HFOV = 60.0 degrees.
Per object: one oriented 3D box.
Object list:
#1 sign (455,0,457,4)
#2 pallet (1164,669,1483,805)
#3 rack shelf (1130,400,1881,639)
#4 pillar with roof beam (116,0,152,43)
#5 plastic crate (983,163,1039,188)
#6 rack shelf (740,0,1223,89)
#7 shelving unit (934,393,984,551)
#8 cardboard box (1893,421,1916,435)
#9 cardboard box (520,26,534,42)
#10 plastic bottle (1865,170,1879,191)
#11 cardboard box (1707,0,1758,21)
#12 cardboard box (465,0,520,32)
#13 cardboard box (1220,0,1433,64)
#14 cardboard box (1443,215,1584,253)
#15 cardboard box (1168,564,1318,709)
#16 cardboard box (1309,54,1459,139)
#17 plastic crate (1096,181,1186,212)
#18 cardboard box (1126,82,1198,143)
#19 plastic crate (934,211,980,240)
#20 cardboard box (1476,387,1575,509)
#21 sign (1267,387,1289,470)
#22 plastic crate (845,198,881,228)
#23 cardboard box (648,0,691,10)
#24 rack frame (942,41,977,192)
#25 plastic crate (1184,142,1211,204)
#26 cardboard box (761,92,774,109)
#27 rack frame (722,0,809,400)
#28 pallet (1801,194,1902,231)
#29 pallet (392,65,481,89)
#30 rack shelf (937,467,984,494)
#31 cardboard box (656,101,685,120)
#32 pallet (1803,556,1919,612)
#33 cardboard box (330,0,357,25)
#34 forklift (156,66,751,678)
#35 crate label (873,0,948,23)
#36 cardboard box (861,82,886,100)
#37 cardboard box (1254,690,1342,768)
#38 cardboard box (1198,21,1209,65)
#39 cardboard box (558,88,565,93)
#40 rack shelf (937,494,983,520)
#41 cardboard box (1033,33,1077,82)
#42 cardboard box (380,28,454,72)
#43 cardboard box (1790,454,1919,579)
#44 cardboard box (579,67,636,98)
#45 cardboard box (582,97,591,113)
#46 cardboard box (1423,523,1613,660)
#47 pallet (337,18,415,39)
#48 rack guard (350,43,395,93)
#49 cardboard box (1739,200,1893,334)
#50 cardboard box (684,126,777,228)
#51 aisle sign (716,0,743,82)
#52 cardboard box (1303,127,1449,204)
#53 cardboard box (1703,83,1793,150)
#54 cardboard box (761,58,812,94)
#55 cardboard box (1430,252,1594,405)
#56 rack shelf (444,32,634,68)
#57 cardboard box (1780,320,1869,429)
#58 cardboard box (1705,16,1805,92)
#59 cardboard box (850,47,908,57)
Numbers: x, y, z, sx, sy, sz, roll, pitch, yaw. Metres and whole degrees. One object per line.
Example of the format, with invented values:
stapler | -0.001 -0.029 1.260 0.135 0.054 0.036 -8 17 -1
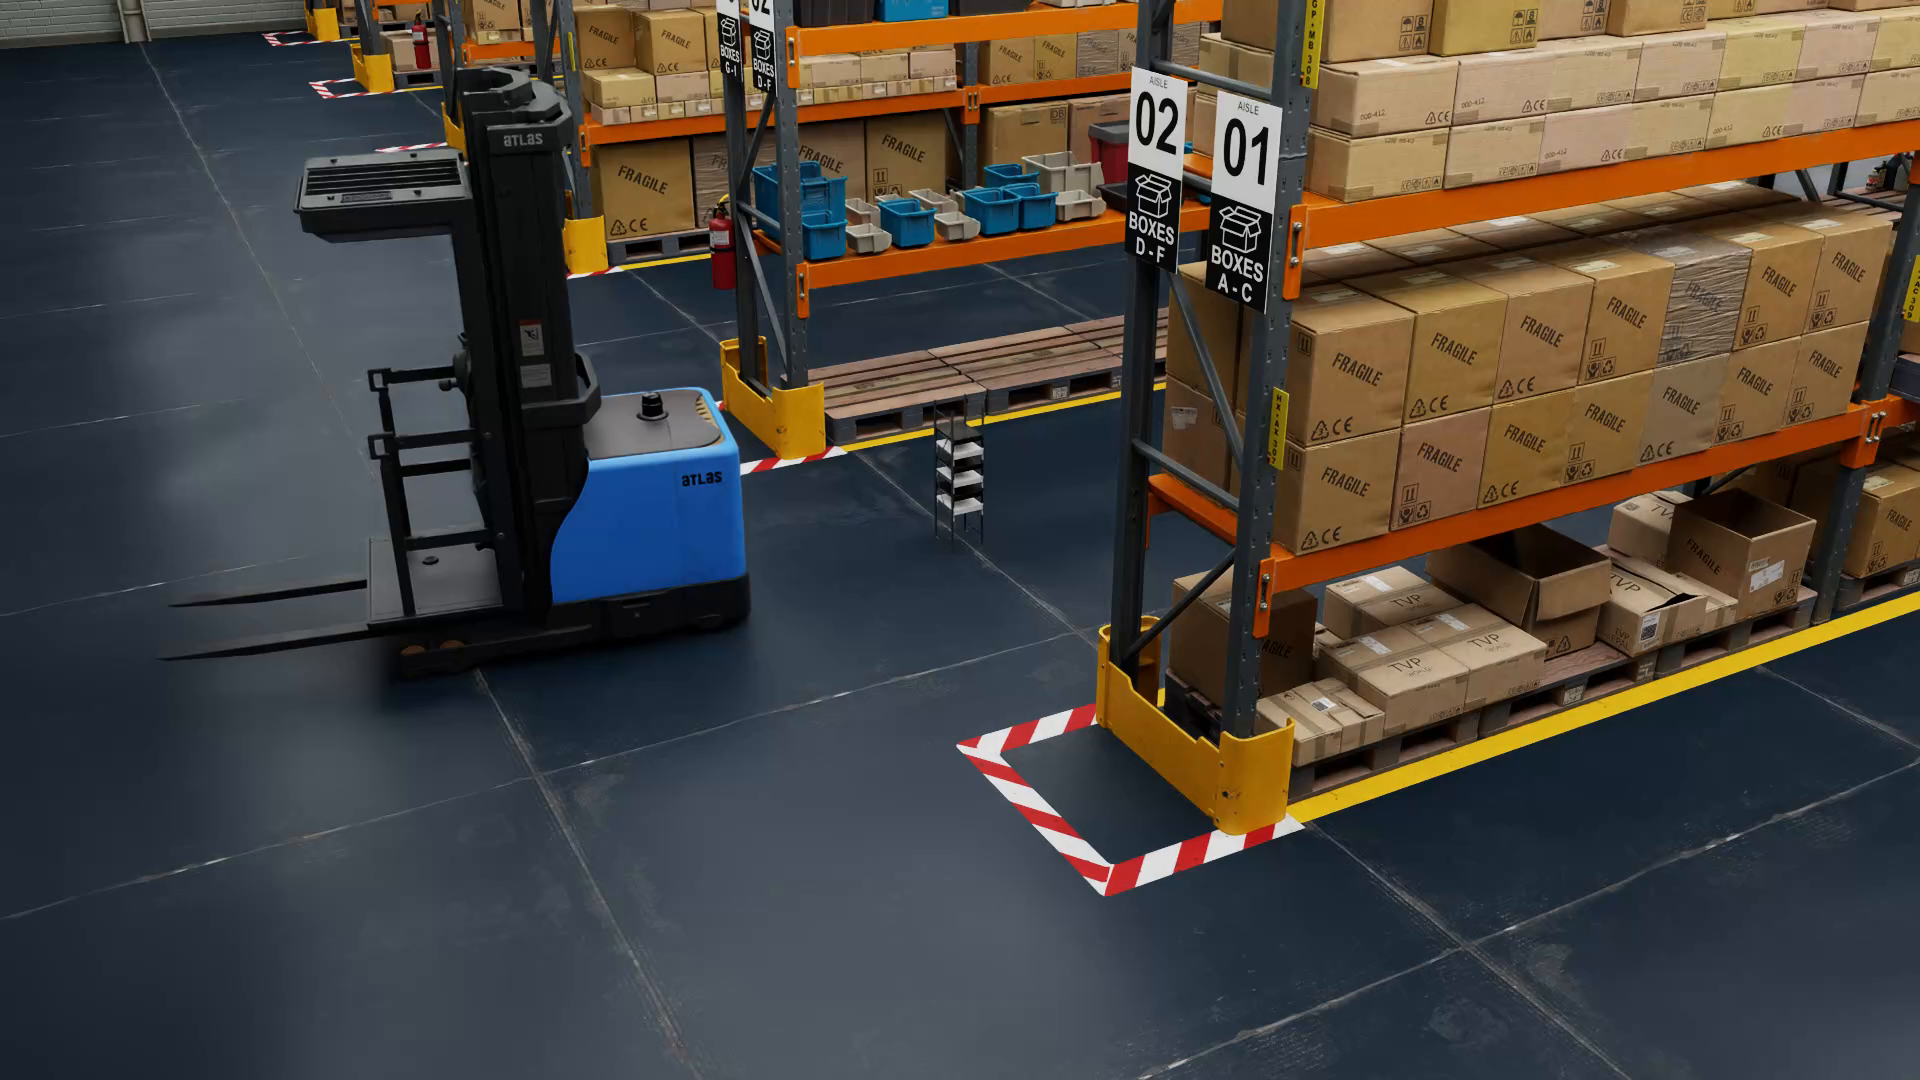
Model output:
sign | -5.633 -6.144 18.522 0.005 0.325 0.100 -13 29 -25
pallet | 1.784 0.817 8.246 1.213 0.211 1.003 -13 29 -25
rack shelf | 2.779 -0.345 8.276 4.000 0.370 1.077 -13 29 -25
pillar with roof beam | -11.424 -10.581 21.833 0.400 9.000 9.100 -13 29 -25
plastic crate | 0.378 -2.622 12.312 0.300 0.233 0.416 -13 29 -25
rack shelf | 0.451 -3.590 11.568 4.000 0.370 1.077 -13 29 -25
shelving unit | -0.007 -0.404 9.993 0.210 0.900 0.258 -13 29 -25
cardboard box | 5.727 -0.558 10.267 0.500 0.500 0.500 -13 28 -24
cardboard box | -4.981 -5.891 19.285 0.250 0.149 0.380 -14 29 -27
plastic bottle | 9.448 -3.729 17.216 0.097 0.201 0.097 0 26 0
cardboard box | 3.186 -2.659 7.528 0.500 0.500 0.700 -13 29 -25
cardboard box | -5.363 -6.126 19.026 0.500 0.500 0.500 -12 28 -23
cardboard box | 1.460 -2.221 6.615 0.500 0.500 0.700 -13 29 -25
cardboard box | 2.631 -1.269 8.097 0.500 0.500 0.500 -12 28 -24
cardboard box | 1.378 0.461 8.144 0.500 0.500 0.500 -13 29 -25
cardboard box | 1.590 -1.777 6.557 0.500 0.250 0.500 -13 29 -25
plastic crate | 1.355 -2.542 12.268 0.590 0.125 0.437 -13 29 -25
cardboard box | 2.006 -4.596 18.267 0.875 0.875 1.225 -13 29 -25
plastic crate | -0.020 -2.159 11.458 0.298 0.136 0.250 -13 29 -25
cardboard box | 2.427 -0.505 7.662 0.500 0.500 0.500 -13 29 -25
sign | 1.270 -0.445 6.653 0.005 0.325 0.100 -13 29 -25
plastic crate | -0.679 -2.298 11.747 0.243 0.136 0.396 -13 29 -25
cardboard box | -3.551 -6.542 19.893 0.500 0.500 0.500 -13 29 -25
rack frame | -0.115 -4.861 16.850 0.127 3.000 1.000 -13 29 -25
plastic crate | 1.965 -2.764 12.431 0.575 0.384 0.392 -13 29 -25
cardboard box | -1.819 -4.193 15.749 0.250 0.149 0.380 -14 29 -26
rack frame | -1.313 -2.155 11.213 0.127 3.000 1.000 -13 29 -25
pallet | 8.600 -3.167 16.543 1.213 0.211 1.003 -13 29 -25
pallet | -7.639 -6.767 24.041 1.213 0.211 1.003 -13 29 -25
rack shelf | -0.007 -0.374 10.007 0.200 0.077 0.258 -13 29 -25
cardboard box | -2.724 -3.984 15.314 0.250 0.149 0.380 -14 29 -26
pallet | 5.244 0.000 9.947 1.213 0.211 1.003 -13 29 -25
cardboard box | -10.062 -8.878 27.616 0.637 0.503 0.797 -14 29 -27
forklift | -2.733 -0.855 8.586 3.031 2.935 1.130 -8 27 -16
crate label | -0.347 -3.504 10.731 0.502 0.251 0.408 -13 29 -25
cardboard box | -0.910 -4.403 16.187 0.250 0.149 0.380 -12 28 -24
cardboard box | 1.545 0.871 7.698 0.250 0.149 0.380 -13 29 -25
cardboard box | 2.653 -5.426 17.912 0.500 0.500 0.500 -13 29 -26
cardboard box | -4.618 -5.297 19.879 0.250 0.149 0.380 -15 29 -28
rack shelf | -0.007 -0.212 10.085 0.200 0.077 0.258 -13 29 -25
cardboard box | 0.852 -5.007 17.038 0.500 0.500 0.500 -13 29 -25
cardboard box | -7.772 -7.038 23.859 0.875 0.438 0.875 -14 29 -27
cardboard box | 5.085 -0.154 9.426 0.500 0.500 0.500 -14 29 -27
cardboard box | -3.341 -4.313 15.538 0.500 0.250 0.500 -13 29 -26
cardboard box | -3.485 -4.131 15.620 0.250 0.149 0.380 -12 28 -24
cardboard box | 2.888 0.235 8.612 0.637 0.503 0.797 -13 29 -25
pallet | -9.876 -8.647 27.957 1.213 0.211 1.003 -13 29 -25
rack guard | -8.329 -6.699 23.567 0.348 0.500 1.175 -13 29 -25
cardboard box | 4.219 -1.371 8.310 0.500 0.500 0.500 -13 28 -25
cardboard box | -2.314 -3.624 16.243 0.875 0.875 0.875 -13 29 -25
aisle sign | -1.515 -3.424 10.853 0.004 0.787 0.394 -13 29 -25
cardboard box | 1.587 -1.554 6.670 0.500 0.250 0.500 -13 29 -25
cardboard box | 3.356 -1.958 7.511 0.500 0.250 0.500 -13 29 -25
cardboard box | -1.735 -4.425 15.771 0.500 0.250 0.500 -14 29 -26
cardboard box | 2.431 -0.957 7.448 0.500 0.500 0.500 -13 28 -24
rack shelf | -4.124 -6.044 20.145 4.000 0.370 1.077 -13 29 -25
cardboard box | 4.223 -0.922 8.531 0.500 0.500 0.500 -12 28 -24
cardboard box | 3.357 -2.183 7.401 0.500 0.250 0.500 -13 29 -25
cardboard box | -0.838 -4.969 16.039 0.500 0.500 0.500 -13 28 -25
